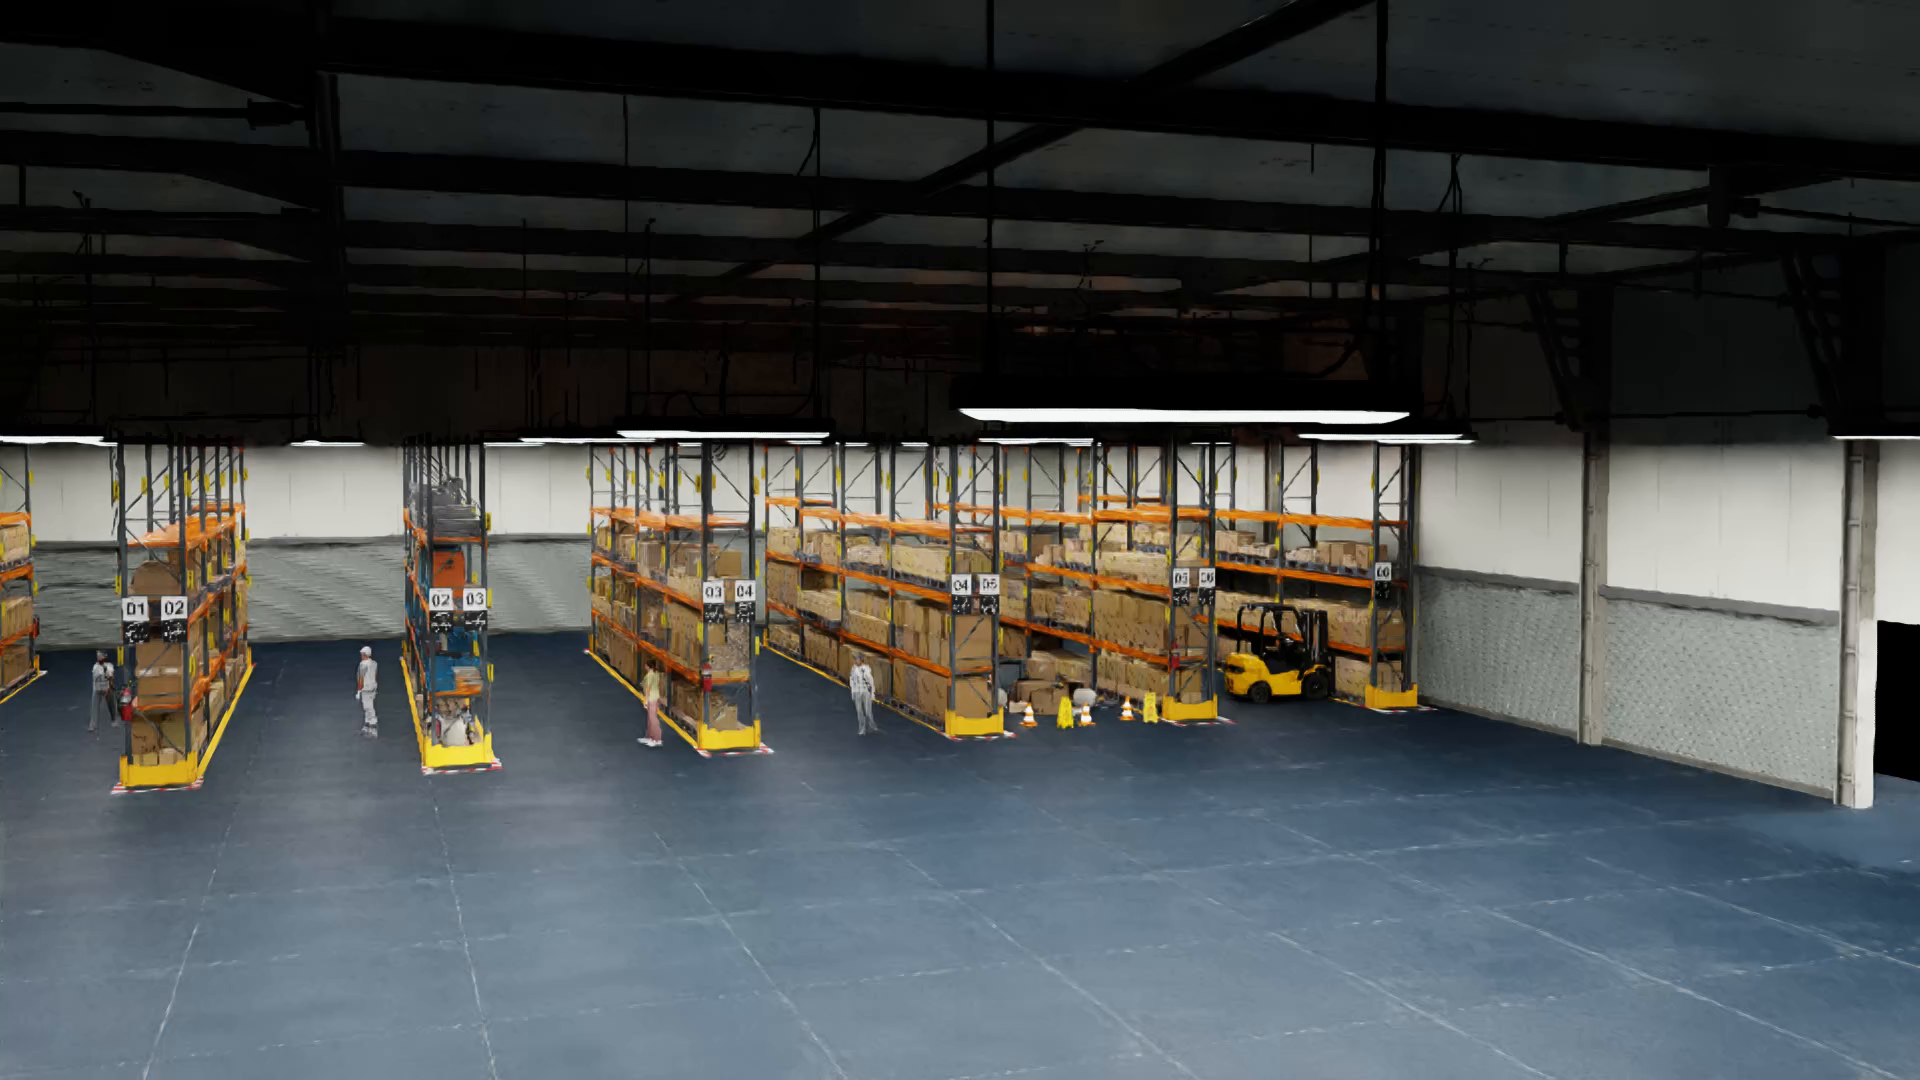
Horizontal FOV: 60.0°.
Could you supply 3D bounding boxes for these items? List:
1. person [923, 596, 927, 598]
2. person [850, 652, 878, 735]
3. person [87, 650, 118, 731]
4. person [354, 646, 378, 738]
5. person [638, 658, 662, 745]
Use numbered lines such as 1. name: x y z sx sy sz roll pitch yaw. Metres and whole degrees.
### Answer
1. person: -0.910 2.361 44.645 0.597 1.746 0.668 0 3 4
2. person: -1.931 3.053 33.244 0.533 1.666 0.520 1 3 18
3. person: -17.354 3.027 33.697 0.443 1.623 1.000 -1 3 -11
4. person: -11.764 2.990 32.923 0.583 1.786 0.653 0 3 4
5. person: -5.979 3.094 32.048 0.564 1.666 0.561 1 3 10
